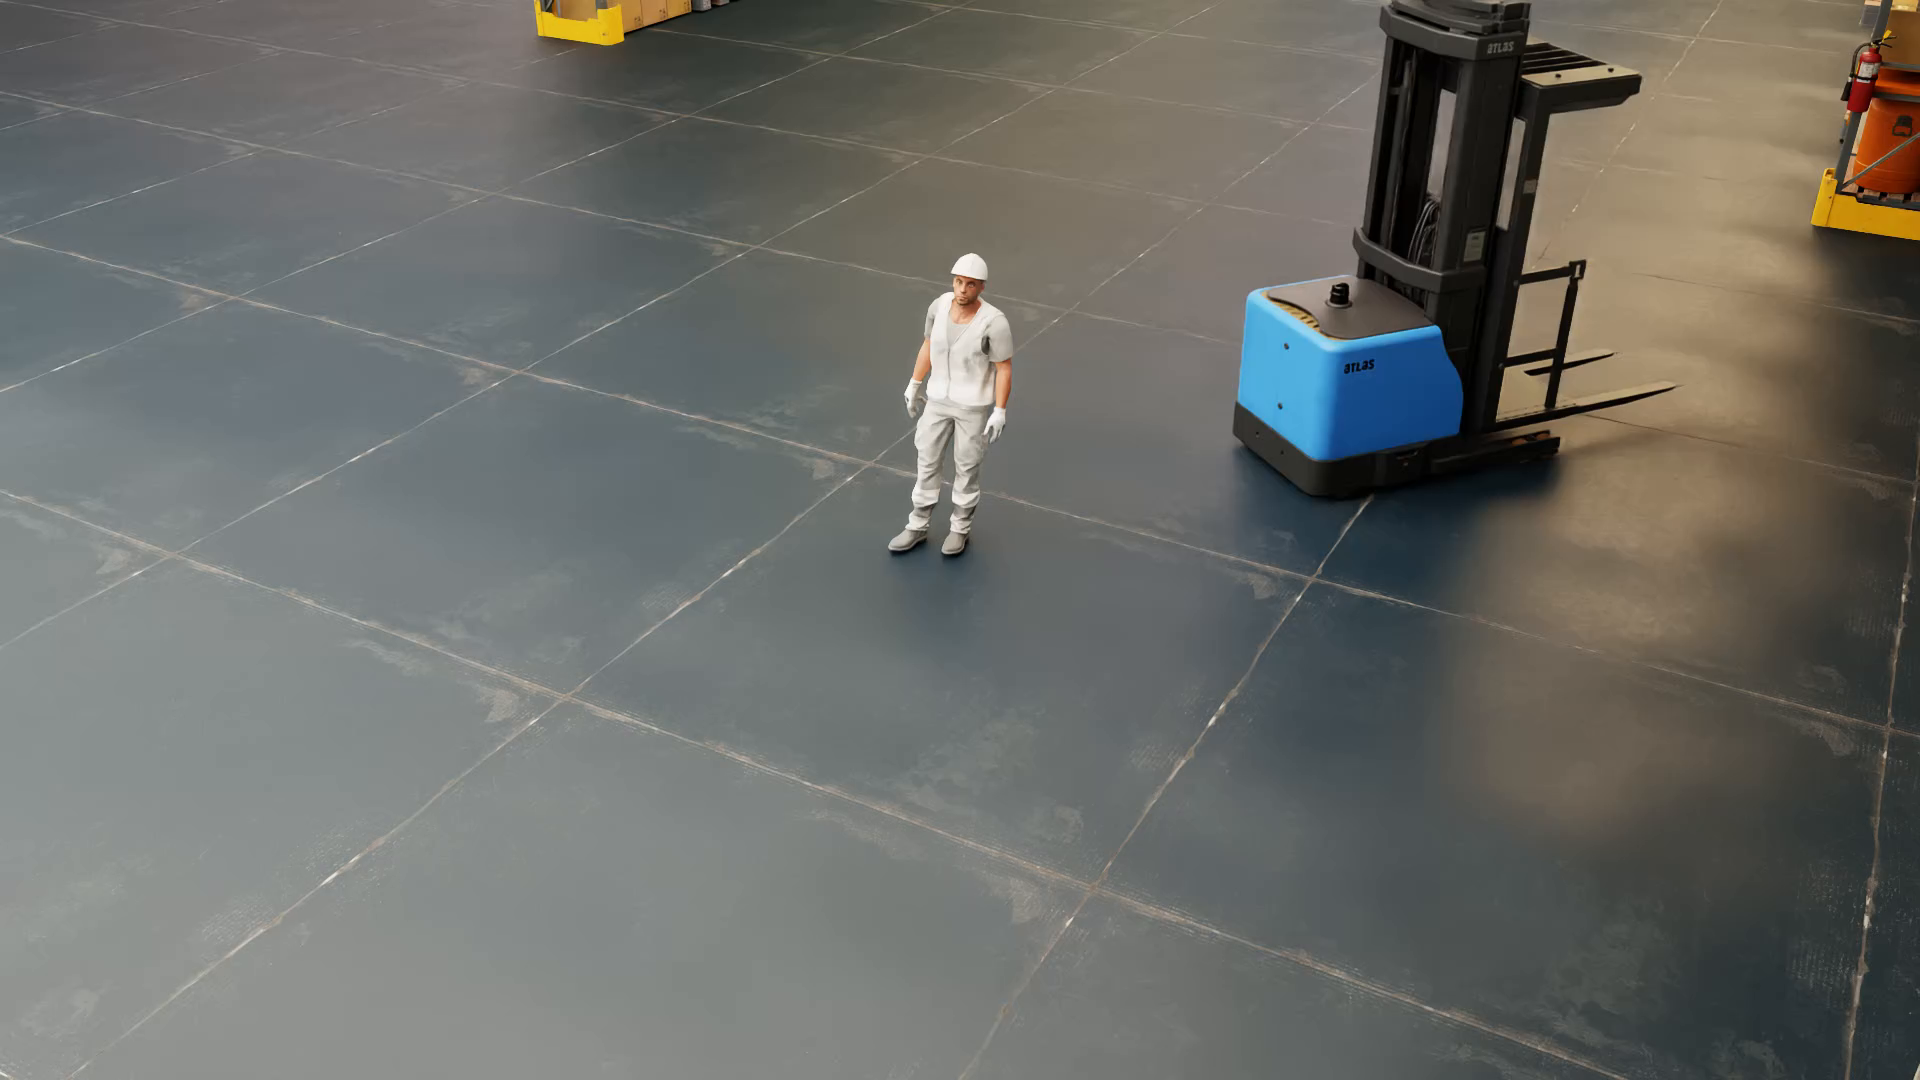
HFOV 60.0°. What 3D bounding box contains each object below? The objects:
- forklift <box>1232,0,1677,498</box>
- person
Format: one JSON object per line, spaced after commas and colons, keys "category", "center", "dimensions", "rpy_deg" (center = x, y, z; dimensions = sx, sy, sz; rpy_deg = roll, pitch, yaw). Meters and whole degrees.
{"category": "forklift", "center": [3.385, -1.996, 10.529], "dimensions": [3.031, 2.935, 1.130], "rpy_deg": [-12, 32, -19]}
{"category": "person", "center": [-0.050, -0.749, 9.496], "dimensions": [0.637, 1.790, 0.562], "rpy_deg": [15, 33, 25]}
